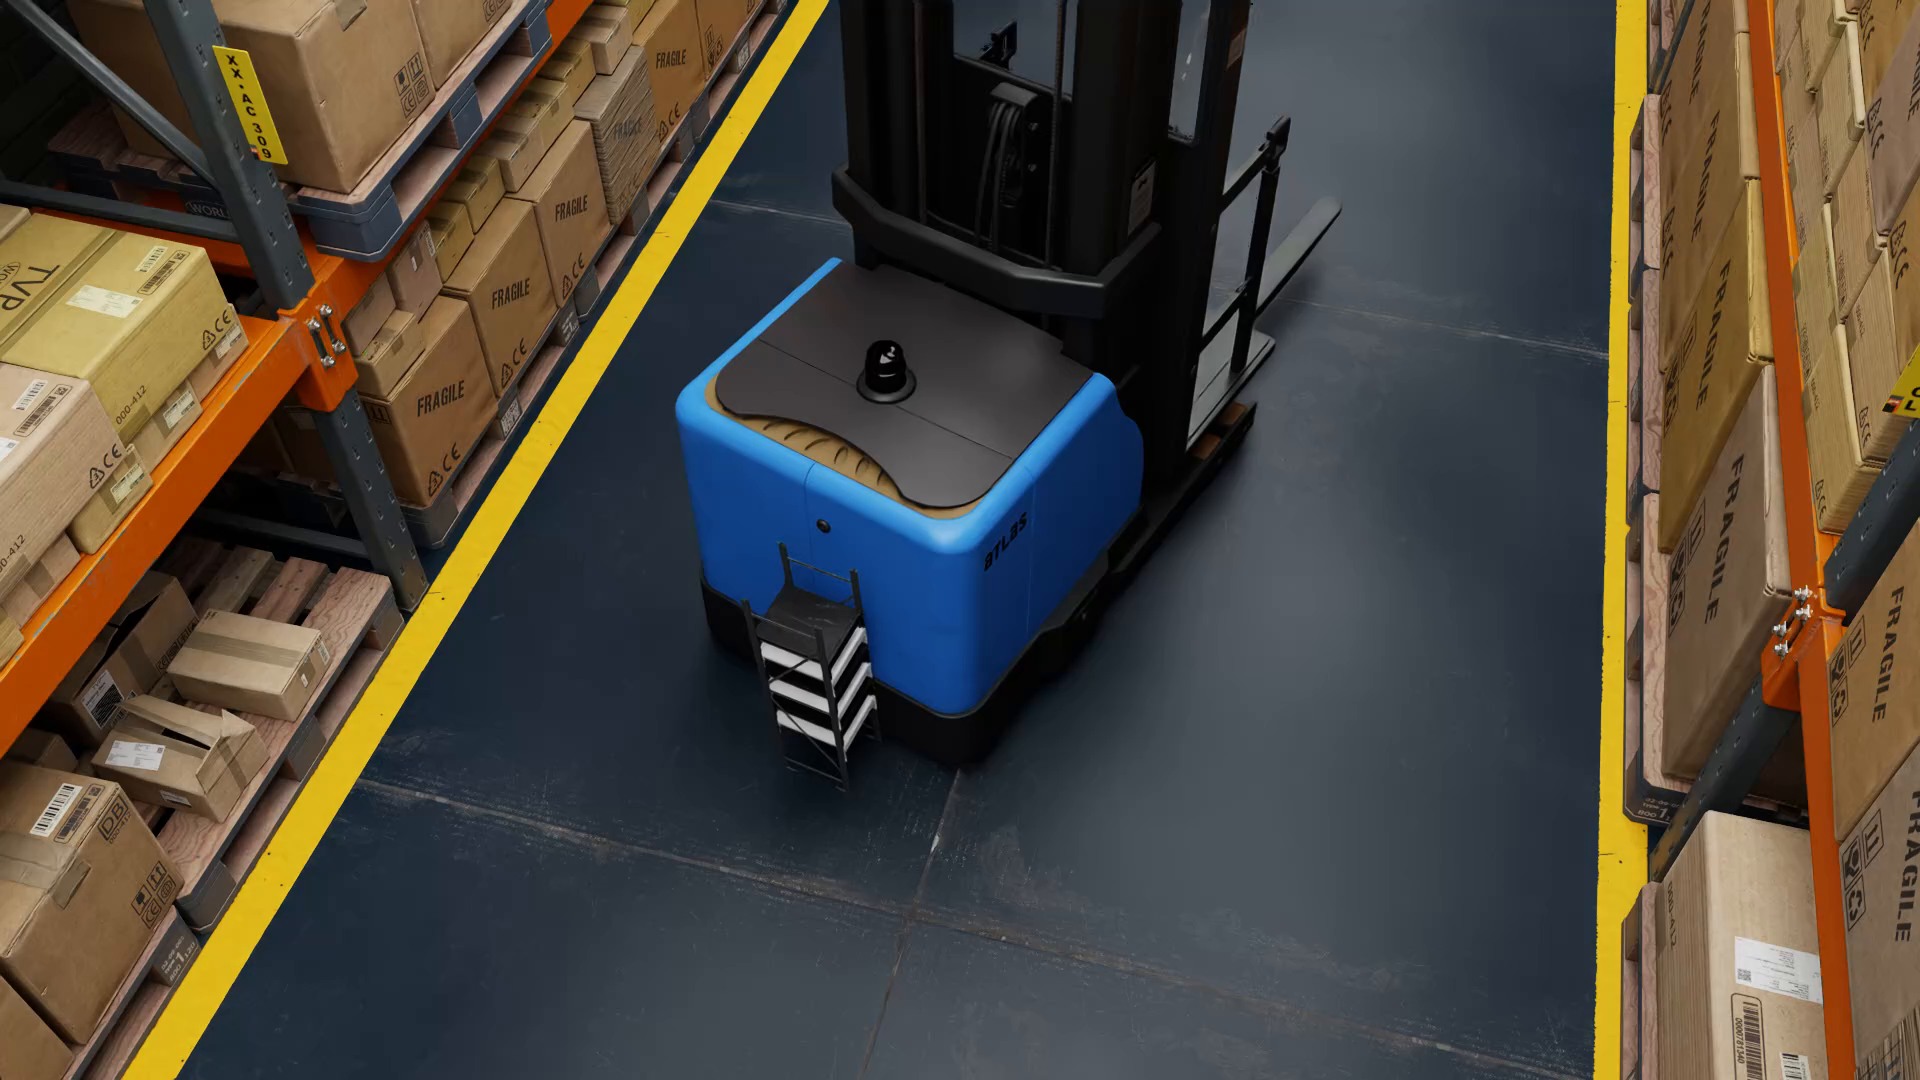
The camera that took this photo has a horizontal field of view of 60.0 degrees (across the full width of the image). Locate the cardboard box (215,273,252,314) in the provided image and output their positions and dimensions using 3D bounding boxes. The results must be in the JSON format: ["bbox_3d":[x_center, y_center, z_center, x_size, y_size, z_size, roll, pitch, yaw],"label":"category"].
[{"bbox_3d":[-2.466,-0.738,5.355,0.380,0.149,0.250,10,49,9],"label":"cardboard box"}]

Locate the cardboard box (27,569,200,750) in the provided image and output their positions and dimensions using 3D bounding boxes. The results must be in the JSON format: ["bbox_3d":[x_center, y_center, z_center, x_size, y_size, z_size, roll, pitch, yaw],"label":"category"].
[{"bbox_3d":[-2.686,0.293,5.004,0.500,0.311,0.500,13,50,11],"label":"cardboard box"}]

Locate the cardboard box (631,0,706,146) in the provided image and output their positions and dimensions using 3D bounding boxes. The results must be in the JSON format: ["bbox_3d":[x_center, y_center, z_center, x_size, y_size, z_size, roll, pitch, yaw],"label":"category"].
[{"bbox_3d":[-1.413,-2.006,6.907,0.500,0.500,0.500,14,50,12],"label":"cardboard box"}]

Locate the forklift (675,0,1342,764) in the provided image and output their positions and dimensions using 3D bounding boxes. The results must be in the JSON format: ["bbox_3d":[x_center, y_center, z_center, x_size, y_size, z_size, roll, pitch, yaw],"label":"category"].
[{"bbox_3d":[0.412,-1.373,5.007,1.130,2.935,3.031,27,54,22],"label":"forklift"}]

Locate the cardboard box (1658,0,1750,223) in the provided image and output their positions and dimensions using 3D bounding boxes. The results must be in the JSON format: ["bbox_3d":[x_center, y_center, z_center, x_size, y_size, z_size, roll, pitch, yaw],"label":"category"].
[{"bbox_3d":[3.296,-1.758,6.438,0.875,0.875,0.875,11,50,10],"label":"cardboard box"}]

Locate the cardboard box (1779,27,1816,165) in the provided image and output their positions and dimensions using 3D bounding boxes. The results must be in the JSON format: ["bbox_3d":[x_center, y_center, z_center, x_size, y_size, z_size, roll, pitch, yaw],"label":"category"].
[{"bbox_3d":[2.798,-1.340,5.032,0.500,0.250,0.500,12,50,10],"label":"cardboard box"}]

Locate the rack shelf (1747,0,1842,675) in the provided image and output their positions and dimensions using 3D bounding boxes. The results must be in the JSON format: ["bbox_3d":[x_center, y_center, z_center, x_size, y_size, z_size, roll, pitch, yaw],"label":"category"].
[{"bbox_3d":[3.032,-1.120,5.218,1.077,0.370,4.000,12,50,10],"label":"rack shelf"}]

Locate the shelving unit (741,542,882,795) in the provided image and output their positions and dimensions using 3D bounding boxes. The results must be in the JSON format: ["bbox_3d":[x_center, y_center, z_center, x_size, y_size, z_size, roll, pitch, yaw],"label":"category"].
[{"bbox_3d":[-0.412,0.391,4.795,0.258,0.900,0.210,20,56,17],"label":"shelving unit"}]

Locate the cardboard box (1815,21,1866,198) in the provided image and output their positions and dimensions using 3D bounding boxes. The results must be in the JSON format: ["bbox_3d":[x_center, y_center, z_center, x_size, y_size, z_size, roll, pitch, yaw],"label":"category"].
[{"bbox_3d":[2.642,-1.133,4.516,0.500,0.250,0.500,13,50,11],"label":"cardboard box"}]

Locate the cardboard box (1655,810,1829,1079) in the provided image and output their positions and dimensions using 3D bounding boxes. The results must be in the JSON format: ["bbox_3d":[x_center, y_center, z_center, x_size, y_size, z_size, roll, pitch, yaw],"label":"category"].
[{"bbox_3d":[2.236,1.230,4.092,0.875,0.438,0.875,11,49,9],"label":"cardboard box"}]

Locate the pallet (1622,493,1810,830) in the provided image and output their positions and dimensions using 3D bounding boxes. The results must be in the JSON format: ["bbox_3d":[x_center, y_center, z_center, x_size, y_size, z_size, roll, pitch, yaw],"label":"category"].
[{"bbox_3d":[2.635,0.438,5.223,1.003,0.211,1.213,12,50,10],"label":"pallet"}]

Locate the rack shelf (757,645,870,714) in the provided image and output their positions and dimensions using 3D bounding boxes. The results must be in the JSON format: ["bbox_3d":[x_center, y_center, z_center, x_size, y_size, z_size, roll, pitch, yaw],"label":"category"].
[{"bbox_3d":[-0.415,0.357,4.749,0.258,0.077,0.200,20,56,17],"label":"rack shelf"}]

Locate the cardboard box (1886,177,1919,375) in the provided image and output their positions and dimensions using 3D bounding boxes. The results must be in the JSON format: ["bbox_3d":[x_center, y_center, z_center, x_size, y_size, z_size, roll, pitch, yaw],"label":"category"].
[{"bbox_3d":[2.380,-0.648,3.588,0.500,0.500,0.500,13,50,11],"label":"cardboard box"}]

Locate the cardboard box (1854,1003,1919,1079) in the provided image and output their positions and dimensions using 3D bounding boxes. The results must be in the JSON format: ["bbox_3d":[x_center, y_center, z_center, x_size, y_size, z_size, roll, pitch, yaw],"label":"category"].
[{"bbox_3d":[1.856,1.065,2.743,0.500,0.500,0.500,12,50,10],"label":"cardboard box"}]

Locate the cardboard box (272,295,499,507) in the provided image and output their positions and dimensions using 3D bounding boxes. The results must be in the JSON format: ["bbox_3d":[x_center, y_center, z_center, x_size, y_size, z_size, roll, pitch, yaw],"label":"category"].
[{"bbox_3d":[-1.940,-0.506,5.583,0.500,0.500,0.500,14,50,12],"label":"cardboard box"}]

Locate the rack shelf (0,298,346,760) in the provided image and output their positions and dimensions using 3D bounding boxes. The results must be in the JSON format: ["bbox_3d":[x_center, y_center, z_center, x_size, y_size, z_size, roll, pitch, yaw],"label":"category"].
[{"bbox_3d":[-2.811,0.796,3.526,1.077,0.370,4.000,12,50,10],"label":"rack shelf"}]

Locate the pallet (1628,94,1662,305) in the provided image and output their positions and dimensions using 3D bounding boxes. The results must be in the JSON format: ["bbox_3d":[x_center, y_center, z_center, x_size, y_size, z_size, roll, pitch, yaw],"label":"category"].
[{"bbox_3d":[3.278,-1.327,6.780,1.003,0.211,1.213,12,50,10],"label":"pallet"}]

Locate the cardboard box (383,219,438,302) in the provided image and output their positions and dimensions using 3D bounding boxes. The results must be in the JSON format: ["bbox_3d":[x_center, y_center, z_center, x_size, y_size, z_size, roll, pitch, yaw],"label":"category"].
[{"bbox_3d":[-1.911,-0.918,5.315,0.380,0.149,0.250,9,49,8],"label":"cardboard box"}]

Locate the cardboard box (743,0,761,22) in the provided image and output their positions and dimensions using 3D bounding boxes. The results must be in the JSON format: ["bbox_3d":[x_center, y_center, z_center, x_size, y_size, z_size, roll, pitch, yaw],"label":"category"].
[{"bbox_3d":[-1.136,-2.745,7.559,0.500,0.500,0.500,13,50,11],"label":"cardboard box"}]

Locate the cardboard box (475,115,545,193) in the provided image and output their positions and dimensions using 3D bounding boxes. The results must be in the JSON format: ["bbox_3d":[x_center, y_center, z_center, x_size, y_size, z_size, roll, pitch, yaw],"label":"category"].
[{"bbox_3d":[-1.718,-1.400,5.939,0.380,0.149,0.250,11,50,10],"label":"cardboard box"}]

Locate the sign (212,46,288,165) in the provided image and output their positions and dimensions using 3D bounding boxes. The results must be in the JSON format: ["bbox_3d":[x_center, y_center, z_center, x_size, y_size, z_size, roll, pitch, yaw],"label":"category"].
[{"bbox_3d":[-1.759,-1.073,4.119,0.100,0.325,0.005,12,50,10],"label":"sign"}]

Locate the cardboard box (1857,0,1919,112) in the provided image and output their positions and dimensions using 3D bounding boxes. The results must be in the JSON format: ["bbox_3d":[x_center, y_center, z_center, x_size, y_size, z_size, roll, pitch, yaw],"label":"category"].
[{"bbox_3d":[2.662,-1.387,4.240,0.500,0.500,0.500,13,50,11],"label":"cardboard box"}]

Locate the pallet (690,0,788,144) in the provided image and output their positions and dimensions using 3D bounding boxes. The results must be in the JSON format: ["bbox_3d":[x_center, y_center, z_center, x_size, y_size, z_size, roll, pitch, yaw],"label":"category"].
[{"bbox_3d":[-1.465,-2.326,7.663,1.003,0.211,1.213,12,50,10],"label":"pallet"}]

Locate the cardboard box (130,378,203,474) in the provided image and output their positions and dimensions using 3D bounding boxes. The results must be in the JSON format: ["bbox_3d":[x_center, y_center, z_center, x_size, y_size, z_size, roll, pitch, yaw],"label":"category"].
[{"bbox_3d":[-2.172,-0.332,4.210,0.380,0.149,0.250,13,50,11],"label":"cardboard box"}]

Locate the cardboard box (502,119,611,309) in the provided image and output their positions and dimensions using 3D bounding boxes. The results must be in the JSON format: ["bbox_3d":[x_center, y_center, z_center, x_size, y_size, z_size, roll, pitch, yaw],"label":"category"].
[{"bbox_3d":[-1.674,-1.253,6.242,0.500,0.500,0.500,10,49,9],"label":"cardboard box"}]

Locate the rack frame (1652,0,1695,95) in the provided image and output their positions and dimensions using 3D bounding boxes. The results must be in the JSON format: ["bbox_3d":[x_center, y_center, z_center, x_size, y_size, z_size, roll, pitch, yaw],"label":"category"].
[{"bbox_3d":[3.558,-2.805,6.225,1.000,3.000,0.127,12,50,10],"label":"rack frame"}]

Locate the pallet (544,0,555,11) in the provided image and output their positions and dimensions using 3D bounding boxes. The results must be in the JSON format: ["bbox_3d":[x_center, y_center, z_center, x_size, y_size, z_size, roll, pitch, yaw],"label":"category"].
[{"bbox_3d":[-1.739,-2.311,5.917,1.003,0.211,1.213,12,50,10],"label":"pallet"}]

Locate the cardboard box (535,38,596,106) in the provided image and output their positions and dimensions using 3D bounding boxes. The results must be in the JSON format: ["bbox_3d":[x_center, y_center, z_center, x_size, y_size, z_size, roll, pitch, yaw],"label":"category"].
[{"bbox_3d":[-1.607,-1.780,6.275,0.380,0.149,0.250,12,50,10],"label":"cardboard box"}]

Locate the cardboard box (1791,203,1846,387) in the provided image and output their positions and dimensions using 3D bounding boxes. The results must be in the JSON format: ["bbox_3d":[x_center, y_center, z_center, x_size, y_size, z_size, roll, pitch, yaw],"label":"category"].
[{"bbox_3d":[2.515,-0.604,4.383,0.500,0.250,0.500,11,49,10],"label":"cardboard box"}]

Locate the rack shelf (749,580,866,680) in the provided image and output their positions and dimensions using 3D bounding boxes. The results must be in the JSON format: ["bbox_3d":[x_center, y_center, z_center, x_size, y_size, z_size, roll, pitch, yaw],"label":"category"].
[{"bbox_3d":[-0.421,0.248,4.606,0.258,0.077,0.200,20,56,17],"label":"rack shelf"}]

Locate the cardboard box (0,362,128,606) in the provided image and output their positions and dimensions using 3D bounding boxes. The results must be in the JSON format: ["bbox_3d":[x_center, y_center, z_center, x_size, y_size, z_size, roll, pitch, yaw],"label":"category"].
[{"bbox_3d":[-2.301,-0.156,3.788,0.500,0.250,0.500,12,50,10],"label":"cardboard box"}]

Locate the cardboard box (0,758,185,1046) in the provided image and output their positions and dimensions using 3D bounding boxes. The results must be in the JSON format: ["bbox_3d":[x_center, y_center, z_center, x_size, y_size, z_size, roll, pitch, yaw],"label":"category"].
[{"bbox_3d":[-2.549,0.908,4.335,0.700,0.500,0.500,10,49,9],"label":"cardboard box"}]

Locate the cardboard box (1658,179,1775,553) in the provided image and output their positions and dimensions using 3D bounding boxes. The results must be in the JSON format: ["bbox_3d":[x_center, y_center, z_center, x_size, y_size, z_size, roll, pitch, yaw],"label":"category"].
[{"bbox_3d":[2.821,-0.467,5.298,0.875,0.875,0.875,13,50,11],"label":"cardboard box"}]

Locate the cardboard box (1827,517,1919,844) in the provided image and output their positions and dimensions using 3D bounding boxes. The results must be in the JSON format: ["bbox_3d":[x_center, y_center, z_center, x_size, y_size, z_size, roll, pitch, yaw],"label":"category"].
[{"bbox_3d":[2.129,0.343,3.380,0.500,0.500,0.500,13,50,11],"label":"cardboard box"}]

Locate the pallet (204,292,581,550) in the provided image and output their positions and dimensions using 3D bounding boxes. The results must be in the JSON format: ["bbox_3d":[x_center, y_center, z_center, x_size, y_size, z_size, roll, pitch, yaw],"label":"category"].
[{"bbox_3d":[-2.107,-0.562,6.105,1.003,0.211,1.213,12,50,10],"label":"pallet"}]

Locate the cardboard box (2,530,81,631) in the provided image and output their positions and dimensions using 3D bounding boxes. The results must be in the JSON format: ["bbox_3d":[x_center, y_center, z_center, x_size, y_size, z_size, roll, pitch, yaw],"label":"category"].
[{"bbox_3d":[-2.313,0.045,3.877,0.380,0.149,0.250,13,50,11],"label":"cardboard box"}]

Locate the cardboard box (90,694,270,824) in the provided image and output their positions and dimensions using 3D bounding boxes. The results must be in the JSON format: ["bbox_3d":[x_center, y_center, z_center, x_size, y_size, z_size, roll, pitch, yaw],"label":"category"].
[{"bbox_3d":[-2.242,0.596,4.766,0.396,0.266,0.258,13,50,11],"label":"cardboard box"}]

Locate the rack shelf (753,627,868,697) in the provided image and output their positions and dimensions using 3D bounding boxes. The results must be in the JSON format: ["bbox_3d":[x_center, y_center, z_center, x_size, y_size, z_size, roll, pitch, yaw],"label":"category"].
[{"bbox_3d":[-0.418,0.302,4.678,0.258,0.077,0.200,20,56,17],"label":"rack shelf"}]

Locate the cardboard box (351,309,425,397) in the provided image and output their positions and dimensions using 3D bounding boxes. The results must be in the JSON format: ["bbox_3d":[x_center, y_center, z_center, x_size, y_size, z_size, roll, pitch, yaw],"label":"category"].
[{"bbox_3d":[-1.933,-0.622,5.253,0.380,0.149,0.250,14,50,12],"label":"cardboard box"}]

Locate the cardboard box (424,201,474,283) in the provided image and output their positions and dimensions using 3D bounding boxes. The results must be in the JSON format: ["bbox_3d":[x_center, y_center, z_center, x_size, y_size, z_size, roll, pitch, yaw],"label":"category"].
[{"bbox_3d":[-1.879,-1.025,5.609,0.380,0.149,0.250,9,49,8],"label":"cardboard box"}]

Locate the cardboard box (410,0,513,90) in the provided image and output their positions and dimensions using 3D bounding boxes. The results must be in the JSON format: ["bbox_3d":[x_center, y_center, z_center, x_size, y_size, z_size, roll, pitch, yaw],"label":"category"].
[{"bbox_3d":[-1.805,-1.741,4.939,0.700,0.500,0.500,12,50,10],"label":"cardboard box"}]

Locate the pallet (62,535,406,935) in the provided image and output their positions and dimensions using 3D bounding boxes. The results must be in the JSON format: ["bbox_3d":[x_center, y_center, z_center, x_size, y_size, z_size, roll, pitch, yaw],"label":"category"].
[{"bbox_3d":[-2.466,0.531,5.141,1.003,0.211,1.213,12,50,10],"label":"pallet"}]

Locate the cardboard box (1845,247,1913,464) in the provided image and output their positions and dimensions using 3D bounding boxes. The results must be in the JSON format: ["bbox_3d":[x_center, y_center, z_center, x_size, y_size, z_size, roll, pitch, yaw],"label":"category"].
[{"bbox_3d":[2.387,-0.394,3.864,0.500,0.250,0.500,12,50,10],"label":"cardboard box"}]

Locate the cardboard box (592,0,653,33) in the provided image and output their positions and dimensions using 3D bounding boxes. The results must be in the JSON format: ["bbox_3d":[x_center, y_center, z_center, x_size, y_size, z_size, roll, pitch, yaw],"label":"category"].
[{"bbox_3d":[-1.450,-2.153,6.604,0.380,0.149,0.250,11,49,9],"label":"cardboard box"}]

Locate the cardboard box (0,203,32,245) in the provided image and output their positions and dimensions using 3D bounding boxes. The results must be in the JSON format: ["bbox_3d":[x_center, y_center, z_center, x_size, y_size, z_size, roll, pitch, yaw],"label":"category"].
[{"bbox_3d":[-2.675,-0.632,4.209,0.500,0.250,0.500,11,50,10],"label":"cardboard box"}]

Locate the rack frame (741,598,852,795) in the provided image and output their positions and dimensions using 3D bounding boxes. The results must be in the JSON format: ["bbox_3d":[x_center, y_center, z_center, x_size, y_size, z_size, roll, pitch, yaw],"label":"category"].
[{"bbox_3d":[-0.456,0.465,4.741,0.240,0.900,0.006,20,56,17],"label":"rack frame"}]
